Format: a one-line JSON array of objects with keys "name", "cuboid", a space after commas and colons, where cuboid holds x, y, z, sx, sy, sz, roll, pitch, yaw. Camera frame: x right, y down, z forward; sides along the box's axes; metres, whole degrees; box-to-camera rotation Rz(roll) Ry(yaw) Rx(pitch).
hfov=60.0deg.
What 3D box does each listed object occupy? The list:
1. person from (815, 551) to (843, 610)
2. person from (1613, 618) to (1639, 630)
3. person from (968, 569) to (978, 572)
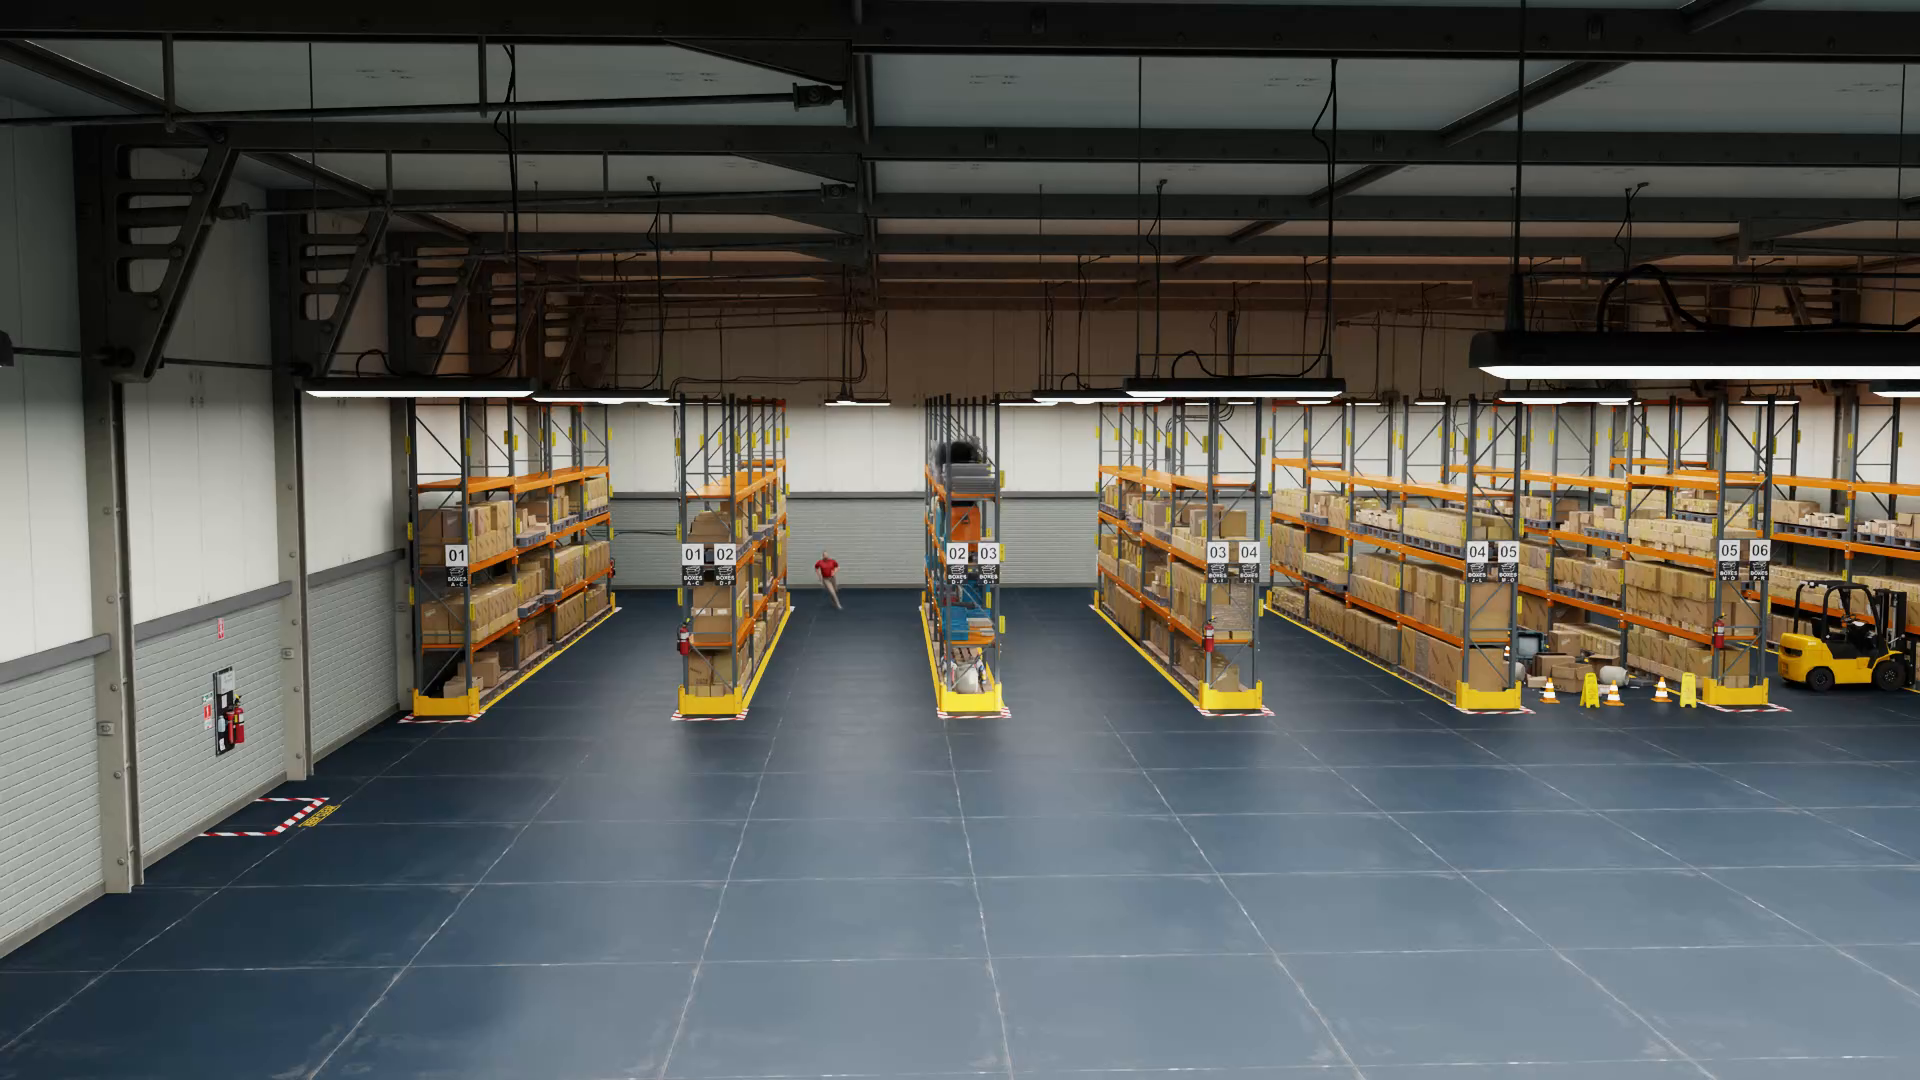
[{"name": "person", "cuboid": [-3.752, 1.137, 47.544, 0.729, 1.665, 0.975, -2, 5, -22]}, {"name": "person", "cuboid": [17.096, 1.495, 42.626, 0.650, 1.747, 0.976, -1, 5, -17]}, {"name": "person", "cuboid": [0.354, 0.891, 50.414, 0.844, 1.740, 0.599, 2, 5, 25]}]
